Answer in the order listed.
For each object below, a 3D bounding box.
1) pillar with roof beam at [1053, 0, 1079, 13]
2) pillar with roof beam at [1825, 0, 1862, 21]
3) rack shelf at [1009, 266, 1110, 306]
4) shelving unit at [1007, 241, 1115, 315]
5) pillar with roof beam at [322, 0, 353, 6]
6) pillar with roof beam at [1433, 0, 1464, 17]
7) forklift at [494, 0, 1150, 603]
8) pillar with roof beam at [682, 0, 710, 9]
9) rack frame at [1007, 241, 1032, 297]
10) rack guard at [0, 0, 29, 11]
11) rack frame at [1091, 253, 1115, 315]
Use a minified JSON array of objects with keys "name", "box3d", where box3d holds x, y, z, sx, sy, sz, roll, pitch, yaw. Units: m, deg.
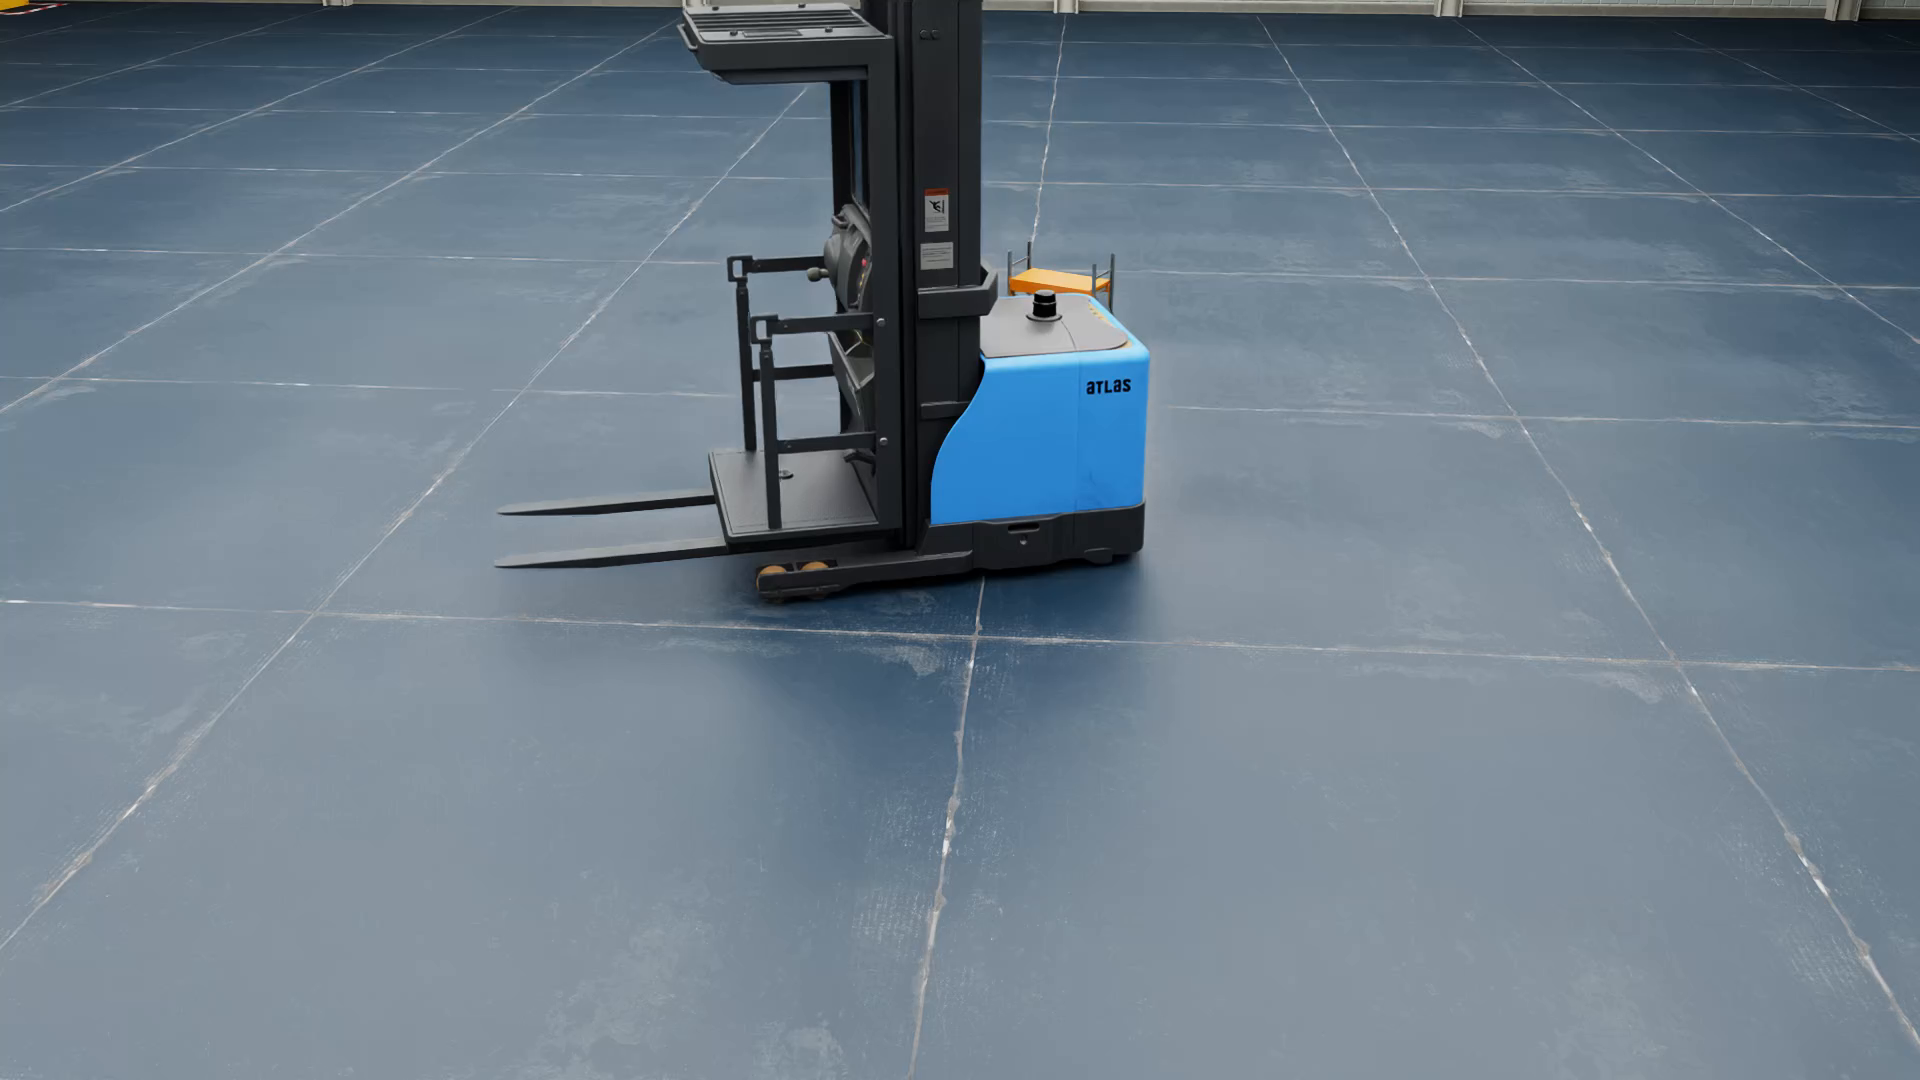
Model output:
[{"name":"pillar with roof beam","box3d":[1.371,-10.753,20.853,0.400,9.000,9.100,2,25,4]},{"name":"pillar with roof beam","box3d":[13.336,-10.369,20.018,0.400,9.000,9.100,2,25,4]},{"name":"rack shelf","box3d":[0.525,-1.304,8.709,0.480,0.148,0.258,14,28,27]},{"name":"shelving unit","box3d":[0.525,-0.947,8.873,0.503,1.200,0.258,14,28,27]},{"name":"pillar with roof beam","box3d":[-10.594,-11.137,21.687,0.400,9.000,9.100,2,25,4]},{"name":"pillar with roof beam","box3d":[7.353,-10.561,20.436,0.400,9.000,9.100,2,25,4]},{"name":"forklift","box3d":[-0.687,-1.285,7.537,3.031,2.935,1.130,-5,25,-12]},{"name":"pillar with roof beam","box3d":[-4.611,-10.945,21.270,0.400,9.000,9.100,2,25,4]},{"name":"rack frame","box3d":[0.314,-0.998,8.984,0.015,1.200,0.240,14,28,27]},{"name":"rack guard","box3d":[-15.597,-8.863,26.914,0.348,0.500,1.175,2,25,4]},{"name":"rack frame","box3d":[0.736,-0.896,8.762,0.015,1.200,0.240,14,28,27]}]
